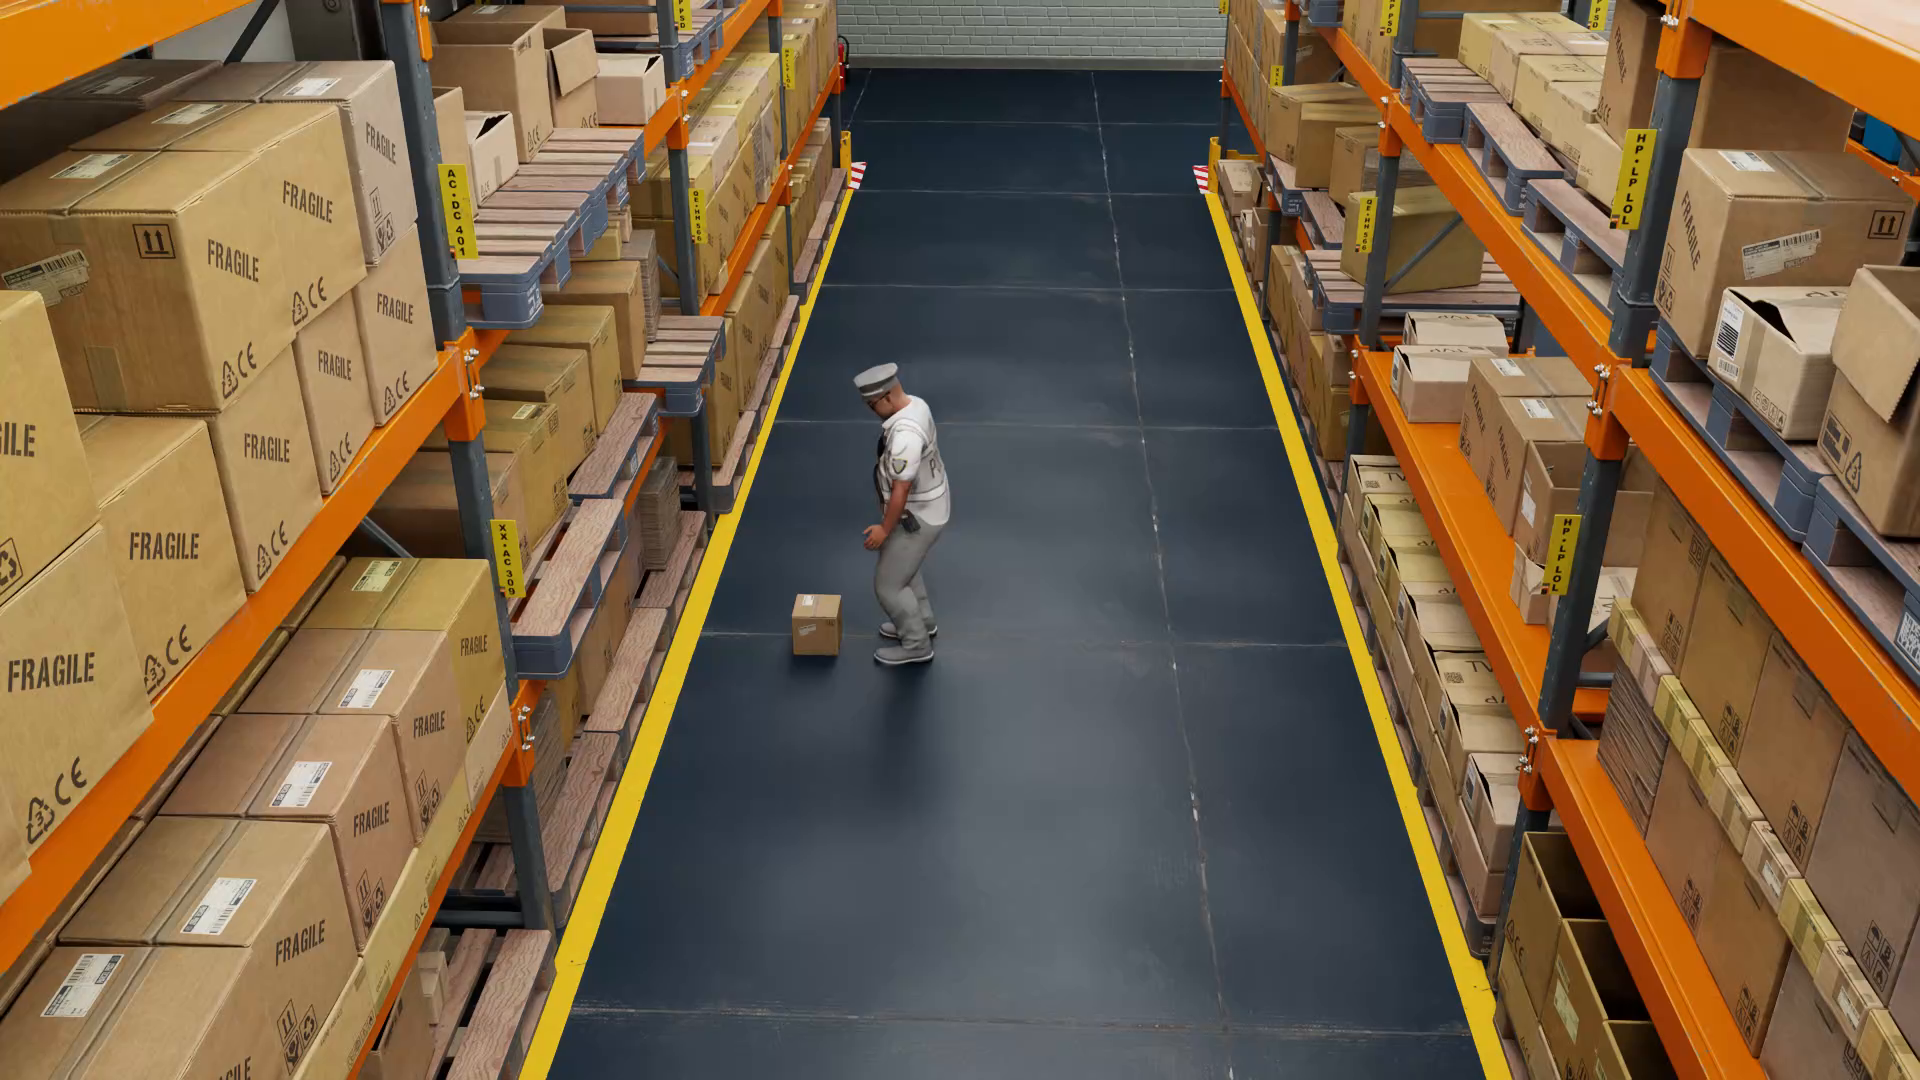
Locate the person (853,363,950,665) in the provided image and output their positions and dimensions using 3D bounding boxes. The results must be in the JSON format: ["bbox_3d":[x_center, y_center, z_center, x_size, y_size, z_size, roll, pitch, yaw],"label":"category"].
[{"bbox_3d":[-0.302,-0.135,8.940,0.496,1.701,0.557,2,28,3],"label":"person"}]
